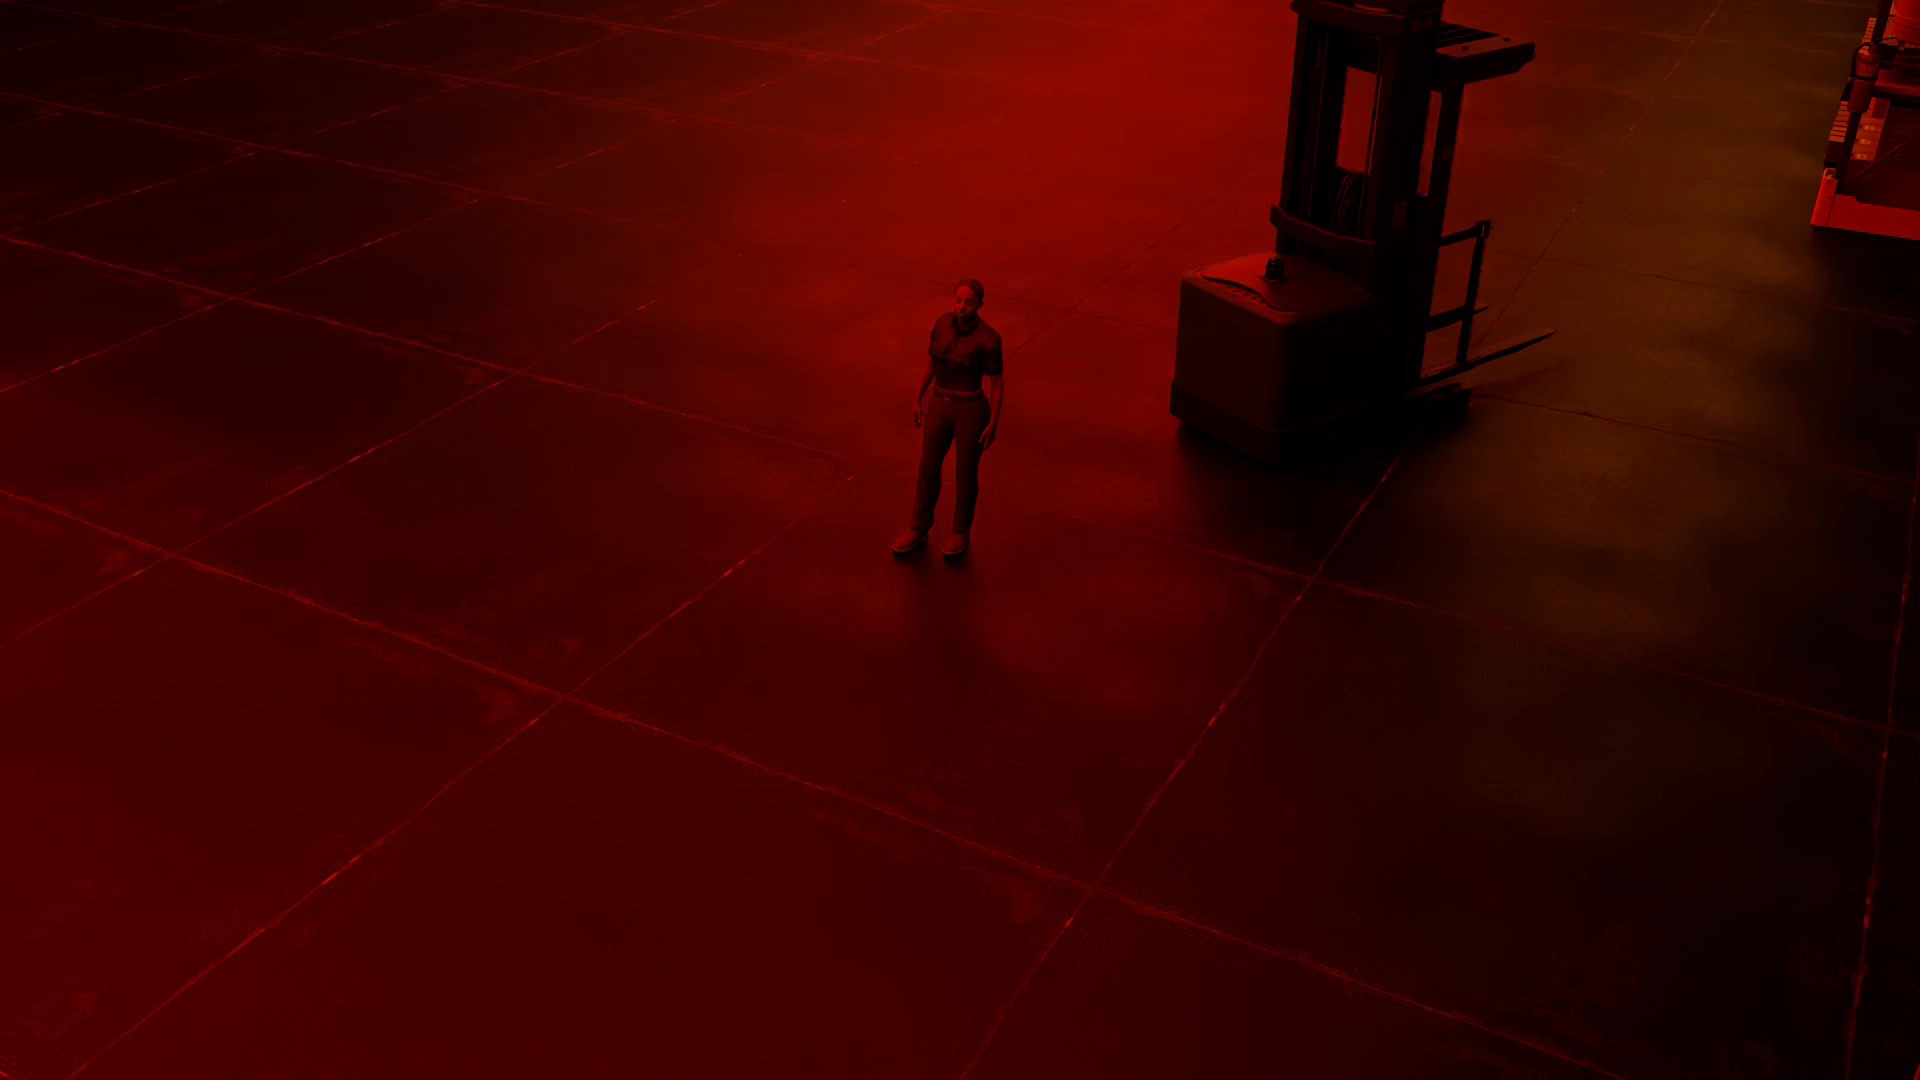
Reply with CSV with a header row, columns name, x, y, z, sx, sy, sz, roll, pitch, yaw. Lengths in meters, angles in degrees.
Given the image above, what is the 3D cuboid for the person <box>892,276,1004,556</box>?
name,x,y,z,sx,sy,sz,roll,pitch,yaw
person,-0.059,-0.689,9.528,0.570,1.654,0.504,15,33,25

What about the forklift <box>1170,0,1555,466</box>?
name,x,y,z,sx,sy,sz,roll,pitch,yaw
forklift,2.937,-2.314,11.081,3.031,2.935,1.130,-19,35,-30
